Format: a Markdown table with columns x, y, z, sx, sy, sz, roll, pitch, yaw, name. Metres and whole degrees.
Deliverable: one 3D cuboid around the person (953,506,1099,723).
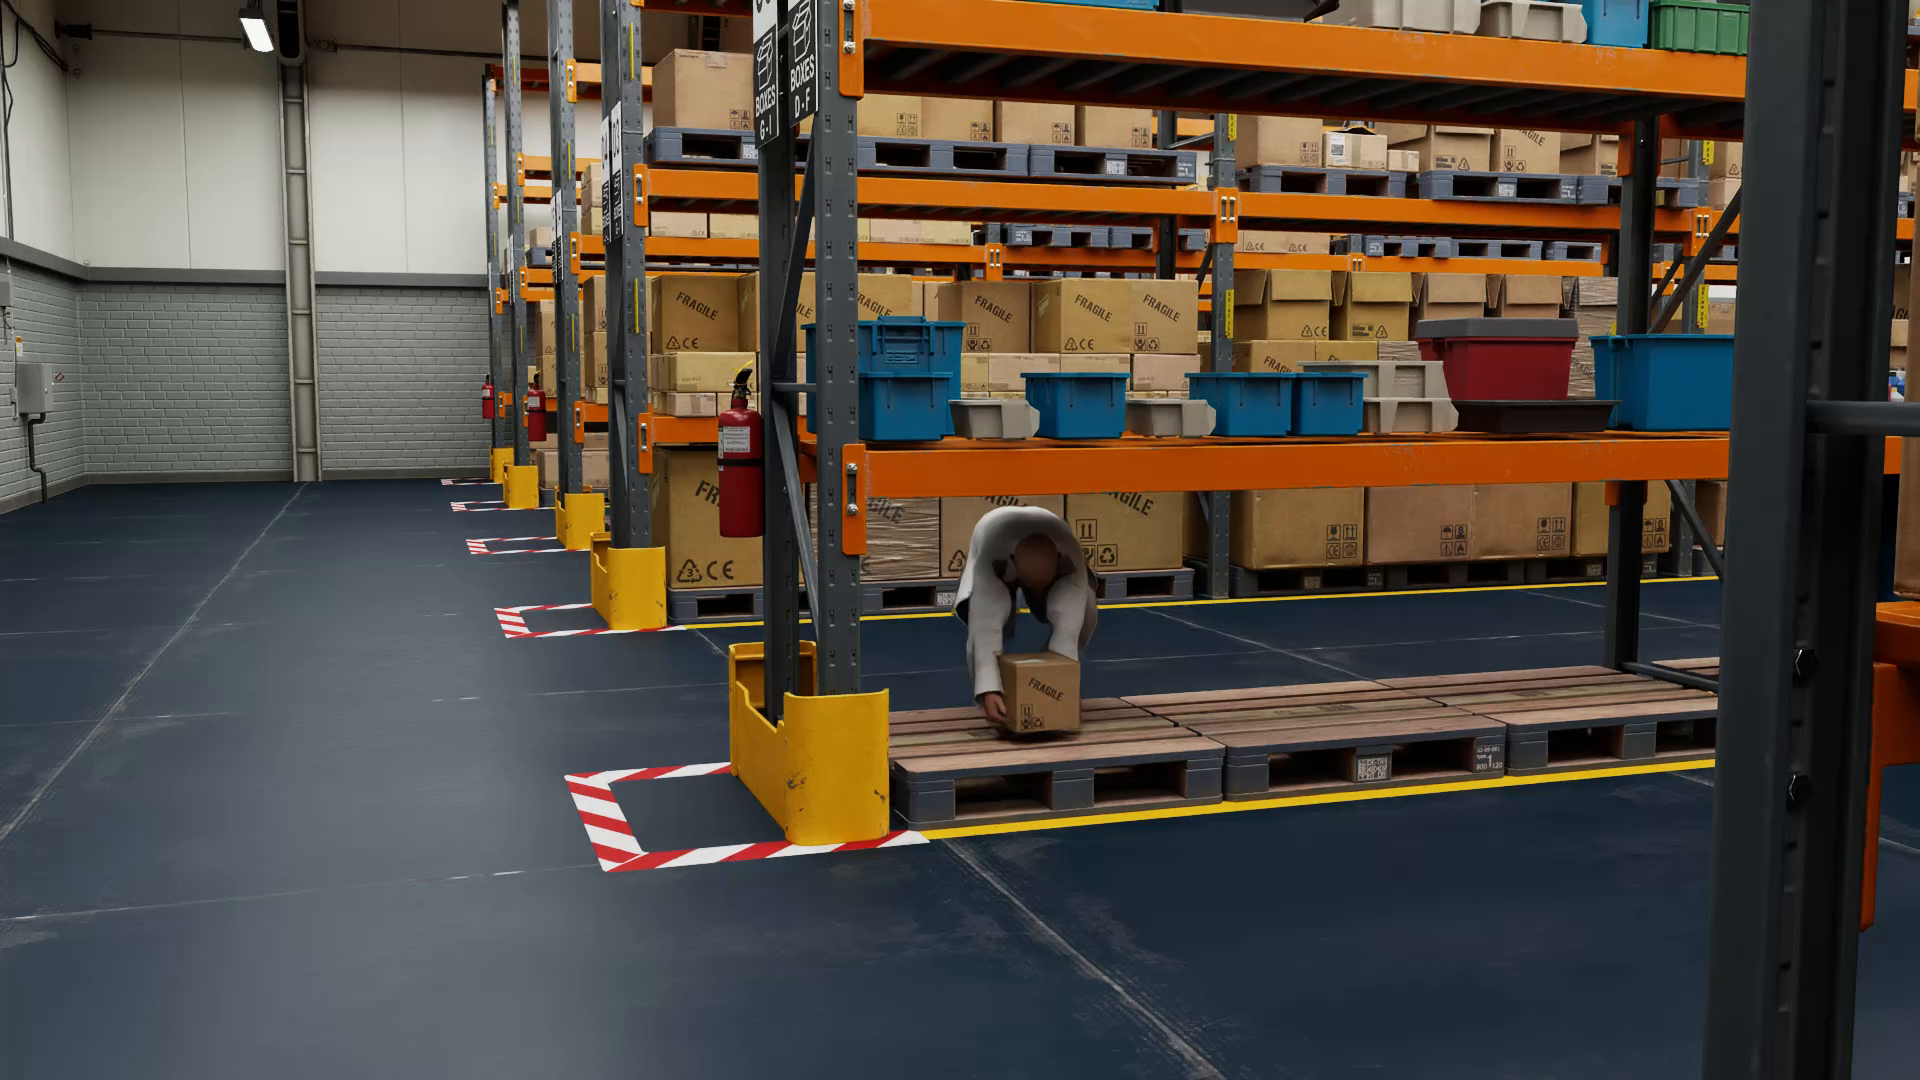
| x | y | z | sx | sy | sz | roll | pitch | yaw | name |
| --- | --- | --- | --- | --- | --- | --- | --- | --- | --- |
| 0.290 | 0.391 | 6.648 | 0.600 | 1.017 | 1.163 | 0 | 6 | -4 | person |
